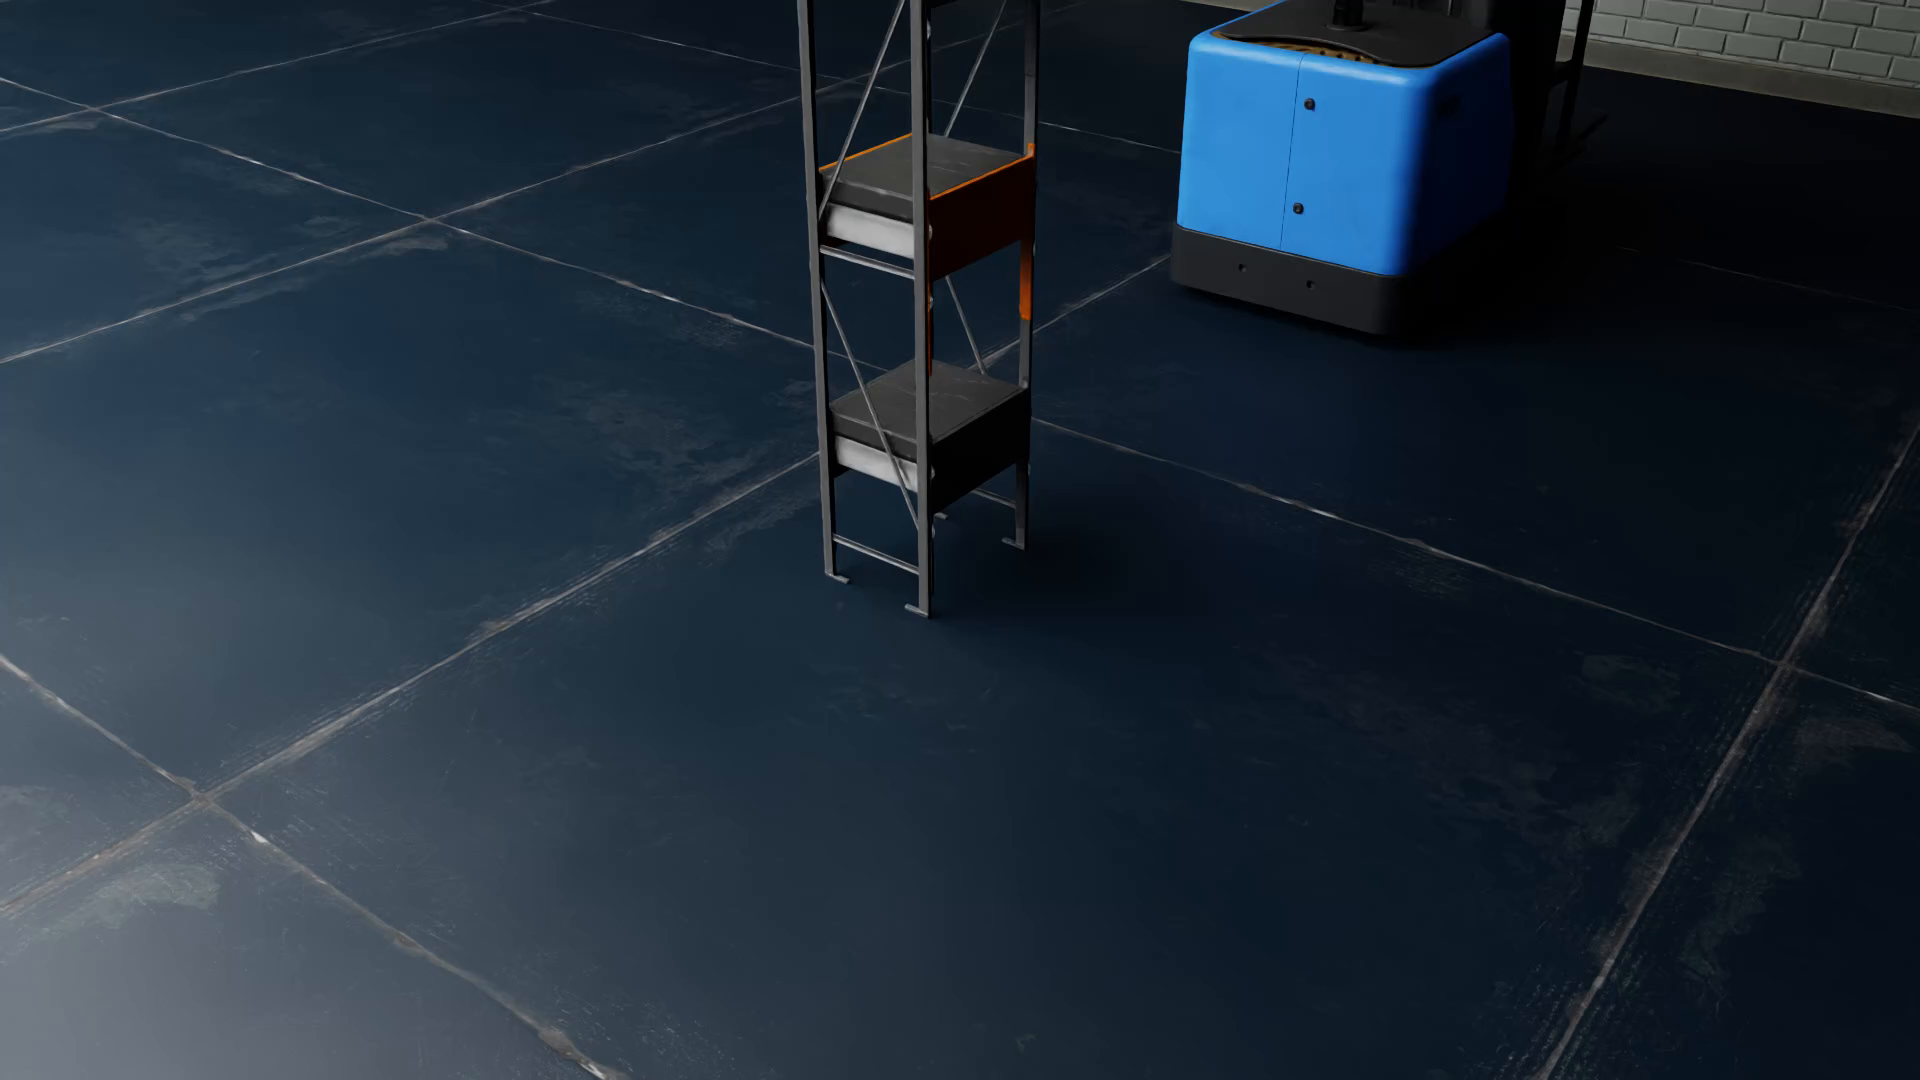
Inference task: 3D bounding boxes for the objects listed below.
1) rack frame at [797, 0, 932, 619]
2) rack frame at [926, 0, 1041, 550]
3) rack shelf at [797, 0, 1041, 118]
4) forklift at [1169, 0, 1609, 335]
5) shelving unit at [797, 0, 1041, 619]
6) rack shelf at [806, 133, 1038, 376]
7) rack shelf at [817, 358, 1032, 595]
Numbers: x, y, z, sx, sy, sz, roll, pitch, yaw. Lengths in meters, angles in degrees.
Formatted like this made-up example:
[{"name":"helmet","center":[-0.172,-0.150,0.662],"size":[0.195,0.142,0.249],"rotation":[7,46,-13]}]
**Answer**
[{"name":"rack frame","center":[-0.247,-0.737,4.434],"size":[0.400,2.100,0.015],"rotation":[21,37,31]},{"name":"rack frame","center":[0.047,-0.935,4.769],"size":[0.400,2.100,0.015],"rotation":[21,37,31]},{"name":"rack shelf","center":[-0.100,-1.426,4.251],"size":[0.431,0.518,0.480],"rotation":[21,37,31]},{"name":"forklift","center":[2.157,-2.750,7.015],"size":[1.130,2.935,3.031],"rotation":[21,36,31]},{"name":"shelving unit","center":[-0.100,-0.836,4.601],"size":[0.431,2.100,0.503],"rotation":[21,37,31]},{"name":"rack shelf","center":[-0.100,-0.824,4.608],"size":[0.431,0.518,0.480],"rotation":[21,37,31]},{"name":"rack shelf","center":[-0.100,-0.222,4.965],"size":[0.431,0.518,0.480],"rotation":[21,37,31]}]
